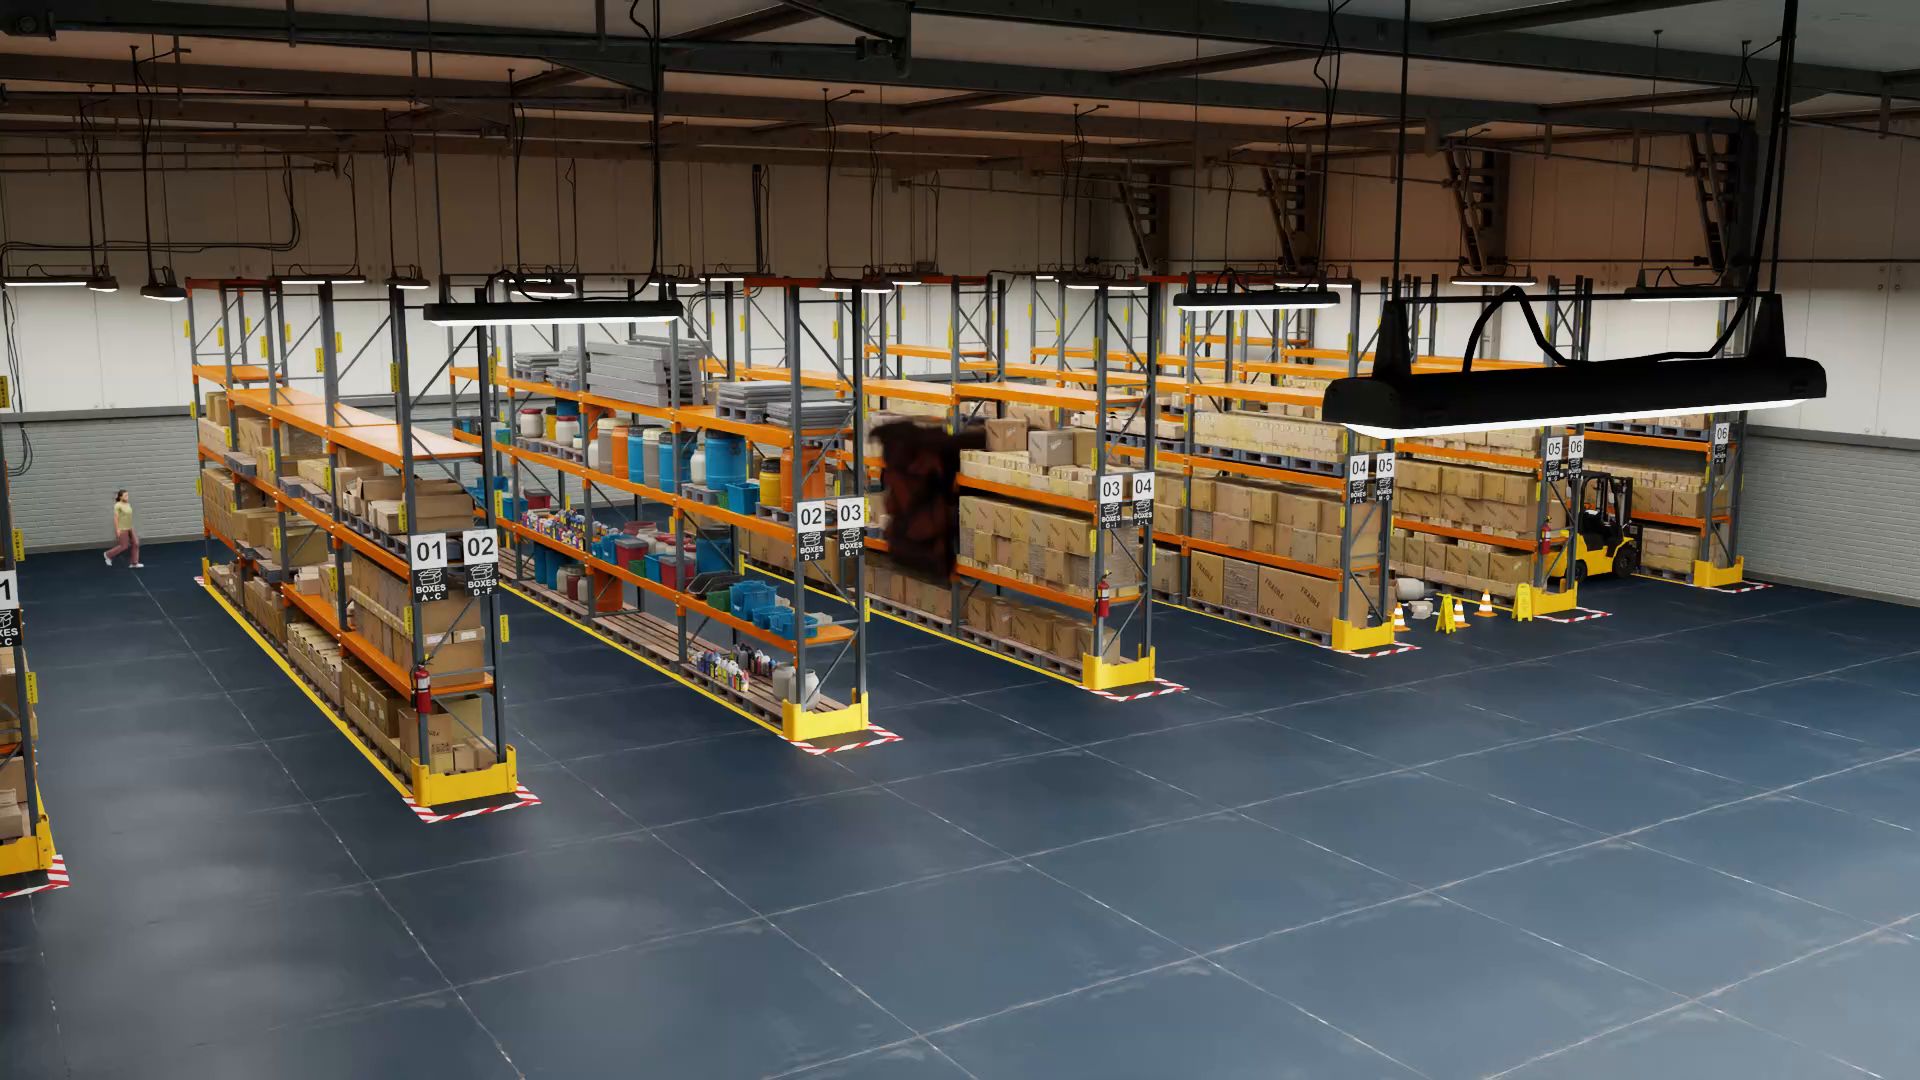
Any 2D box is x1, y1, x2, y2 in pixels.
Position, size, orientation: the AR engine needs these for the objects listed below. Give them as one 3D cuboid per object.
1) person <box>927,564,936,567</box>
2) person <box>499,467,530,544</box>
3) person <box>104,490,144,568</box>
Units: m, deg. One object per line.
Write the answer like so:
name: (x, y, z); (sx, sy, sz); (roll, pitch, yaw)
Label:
person: (-0.541, -0.297, 34.703); (0.349, 1.694, 0.554); (-7, 12, -34)
person: (-9.995, -0.776, 37.208); (0.648, 1.758, 0.582); (-6, 11, -30)
person: (-17.324, -0.229, 34.390); (0.728, 1.641, 0.514); (1, 10, 5)
